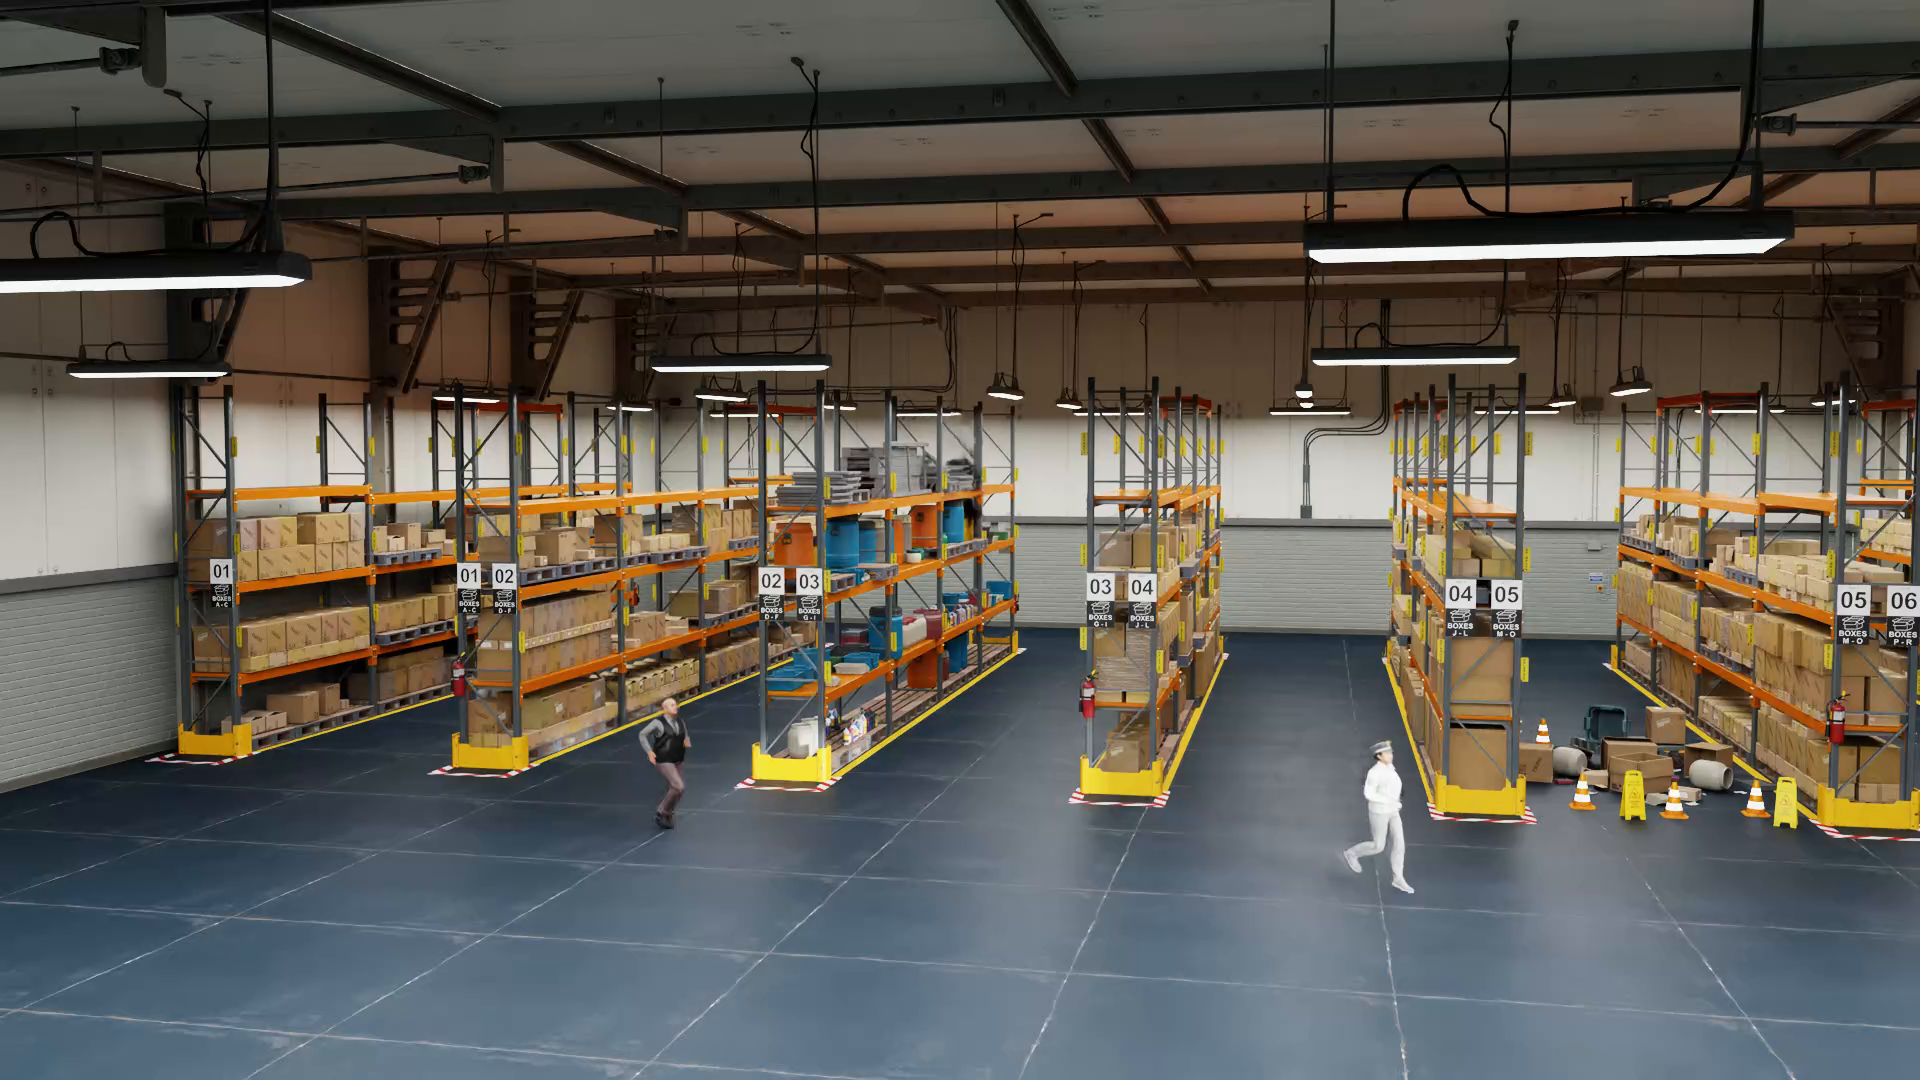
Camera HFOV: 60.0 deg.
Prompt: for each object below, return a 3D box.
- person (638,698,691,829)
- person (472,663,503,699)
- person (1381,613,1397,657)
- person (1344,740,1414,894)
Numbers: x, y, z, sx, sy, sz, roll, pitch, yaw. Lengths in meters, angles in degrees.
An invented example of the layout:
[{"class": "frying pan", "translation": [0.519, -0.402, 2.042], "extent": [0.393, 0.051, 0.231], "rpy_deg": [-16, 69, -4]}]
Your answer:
[{"class": "person", "translation": [-3.775, 2.923, 21.754], "extent": [0.642, 1.699, 0.644], "rpy_deg": [2, 4, 32]}, {"class": "person", "translation": [-8.162, 2.462, 28.888], "extent": [0.658, 1.770, 1.005], "rpy_deg": [0, 3, 7]}, {"class": "person", "translation": [10.481, 1.978, 39.588], "extent": [0.796, 1.675, 0.585], "rpy_deg": [0, 3, -3]}, {"class": "person", "translation": [4.809, 3.109, 18.891], "extent": [0.617, 1.700, 0.829], "rpy_deg": [-3, 4, -42]}]
